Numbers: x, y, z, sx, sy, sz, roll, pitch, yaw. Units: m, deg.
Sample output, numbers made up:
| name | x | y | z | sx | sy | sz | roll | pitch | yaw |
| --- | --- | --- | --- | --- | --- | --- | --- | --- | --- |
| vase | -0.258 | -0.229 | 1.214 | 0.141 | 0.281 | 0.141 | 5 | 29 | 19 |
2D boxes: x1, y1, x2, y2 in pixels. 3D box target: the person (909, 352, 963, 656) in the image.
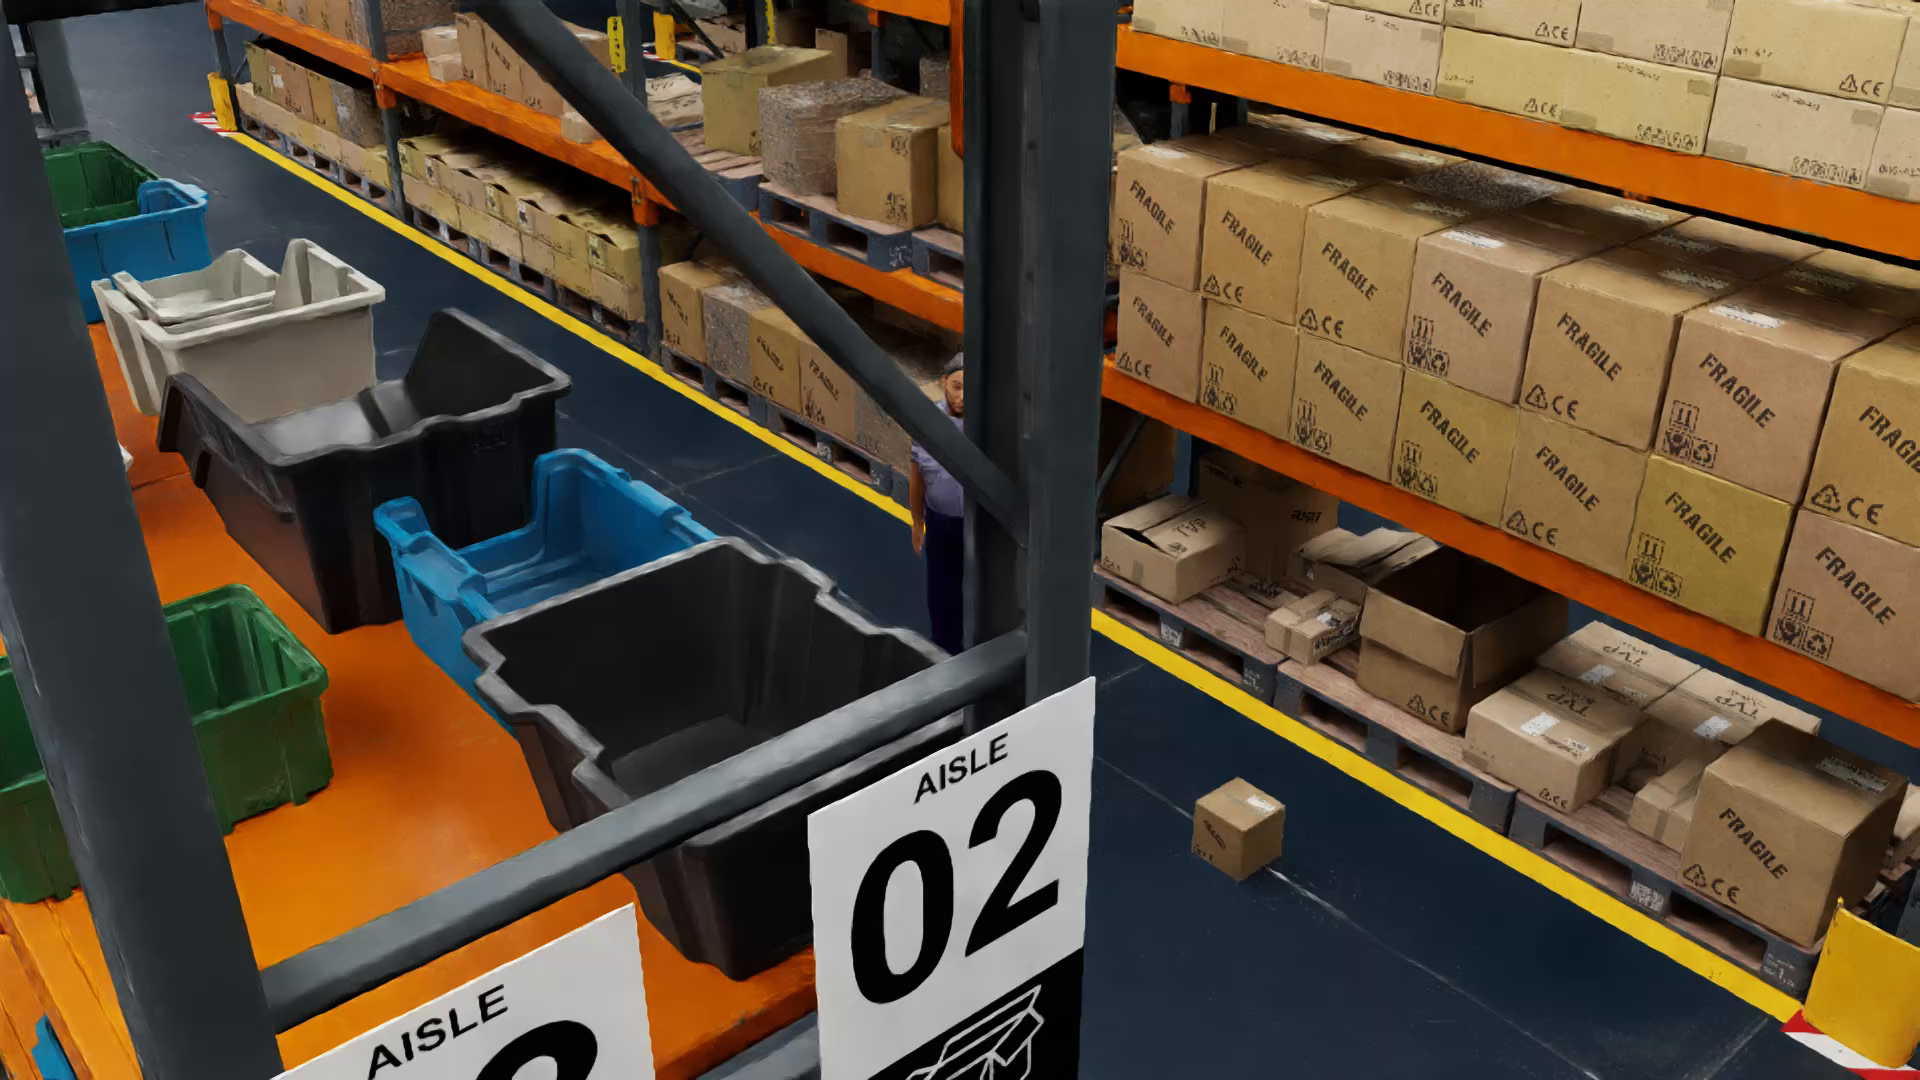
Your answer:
| name | x | y | z | sx | sy | sz | roll | pitch | yaw |
| --- | --- | --- | --- | --- | --- | --- | --- | --- | --- |
| person | 0.007 | -0.020 | 7.124 | 0.575 | 1.656 | 0.443 | 11 | 30 | 19 |
